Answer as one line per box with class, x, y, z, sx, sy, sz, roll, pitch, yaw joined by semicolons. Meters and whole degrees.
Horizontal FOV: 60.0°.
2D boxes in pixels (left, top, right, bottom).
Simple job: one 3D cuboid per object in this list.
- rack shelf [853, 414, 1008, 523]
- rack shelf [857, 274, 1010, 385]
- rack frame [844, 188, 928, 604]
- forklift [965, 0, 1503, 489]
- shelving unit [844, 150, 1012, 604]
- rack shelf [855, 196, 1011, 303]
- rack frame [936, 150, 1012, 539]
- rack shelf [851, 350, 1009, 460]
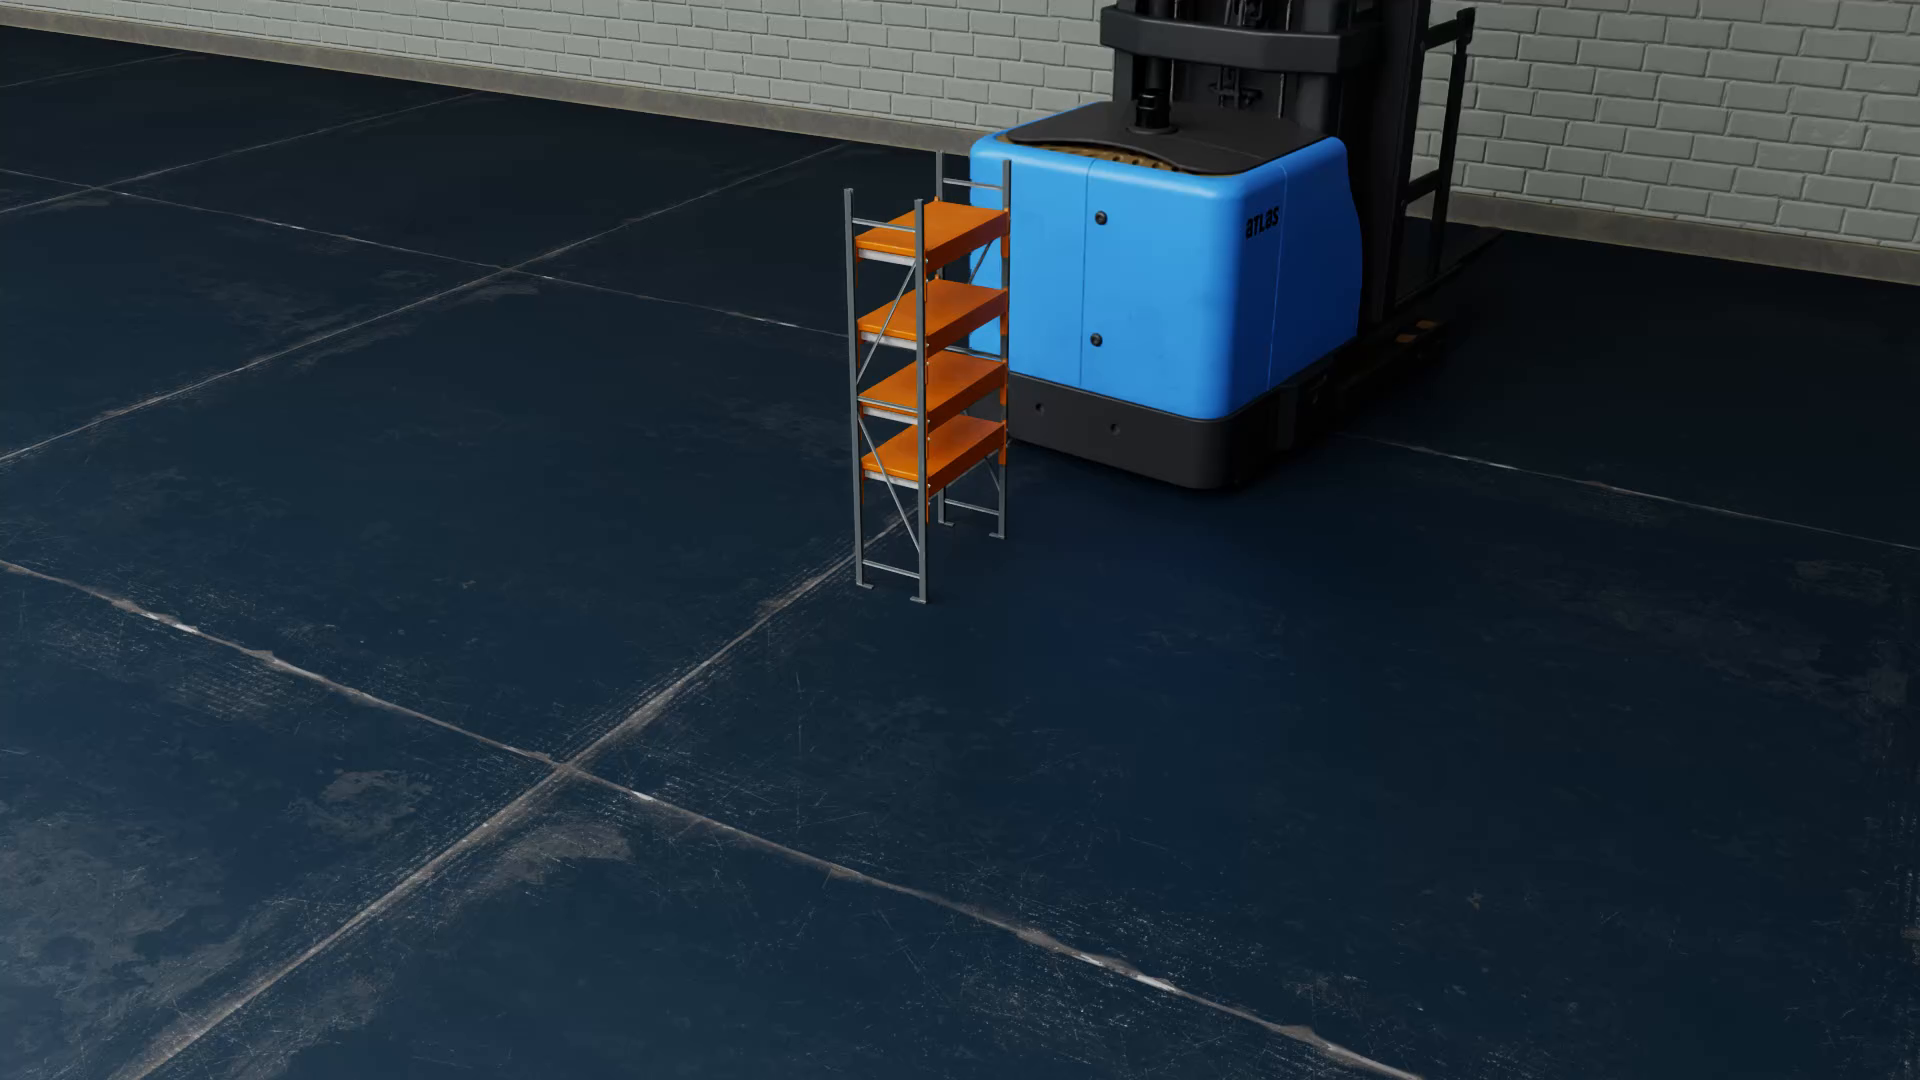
rack shelf;-0.081;-0.234;4.972;0.258;0.148;0.480;14;30;26
rack shelf;-0.081;-0.612;4.783;0.258;0.148;0.480;14;30;26
rack frame;-0.201;-0.377;4.663;0.240;1.200;0.015;14;30;26
forklift;1.302;-2.075;6.120;1.130;2.935;3.031;19;32;32
shelving unit;-0.081;-0.472;4.853;0.258;1.200;0.503;14;30;26
rack shelf;-0.081;-0.823;4.677;0.258;0.148;0.480;14;30;26
rack frame;0.039;-0.567;5.043;0.240;1.200;0.015;14;30;26
rack shelf;-0.081;-0.412;4.883;0.258;0.148;0.480;14;30;26
